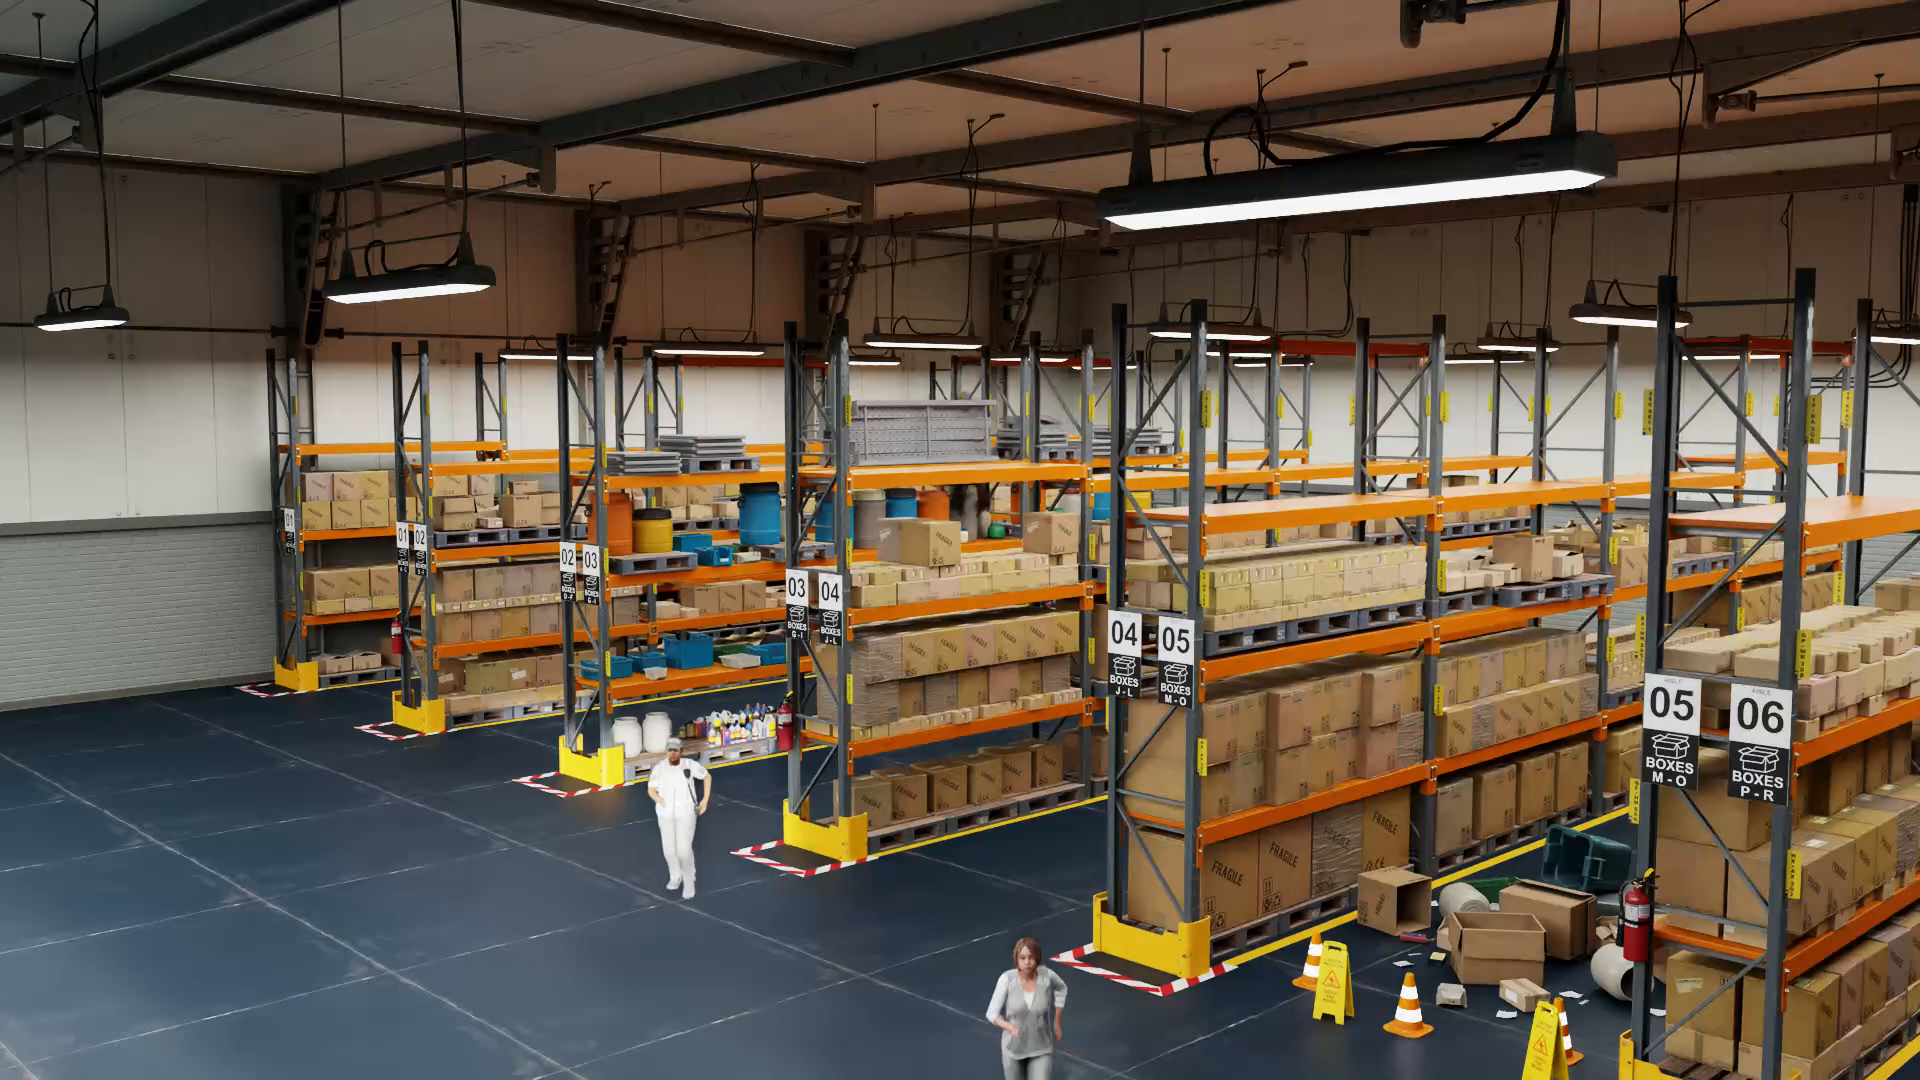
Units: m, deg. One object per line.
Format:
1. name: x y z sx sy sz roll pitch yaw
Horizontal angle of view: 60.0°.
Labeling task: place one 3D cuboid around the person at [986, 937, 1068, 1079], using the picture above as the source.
1. person: 0.448 3.419 11.095 0.542 1.630 0.863 0 5 2

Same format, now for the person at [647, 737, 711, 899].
1. person: -2.909 2.876 17.159 0.619 1.709 0.694 0 5 1

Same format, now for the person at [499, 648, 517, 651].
1. person: -7.794 1.843 28.704 0.670 1.695 0.617 5 7 44
